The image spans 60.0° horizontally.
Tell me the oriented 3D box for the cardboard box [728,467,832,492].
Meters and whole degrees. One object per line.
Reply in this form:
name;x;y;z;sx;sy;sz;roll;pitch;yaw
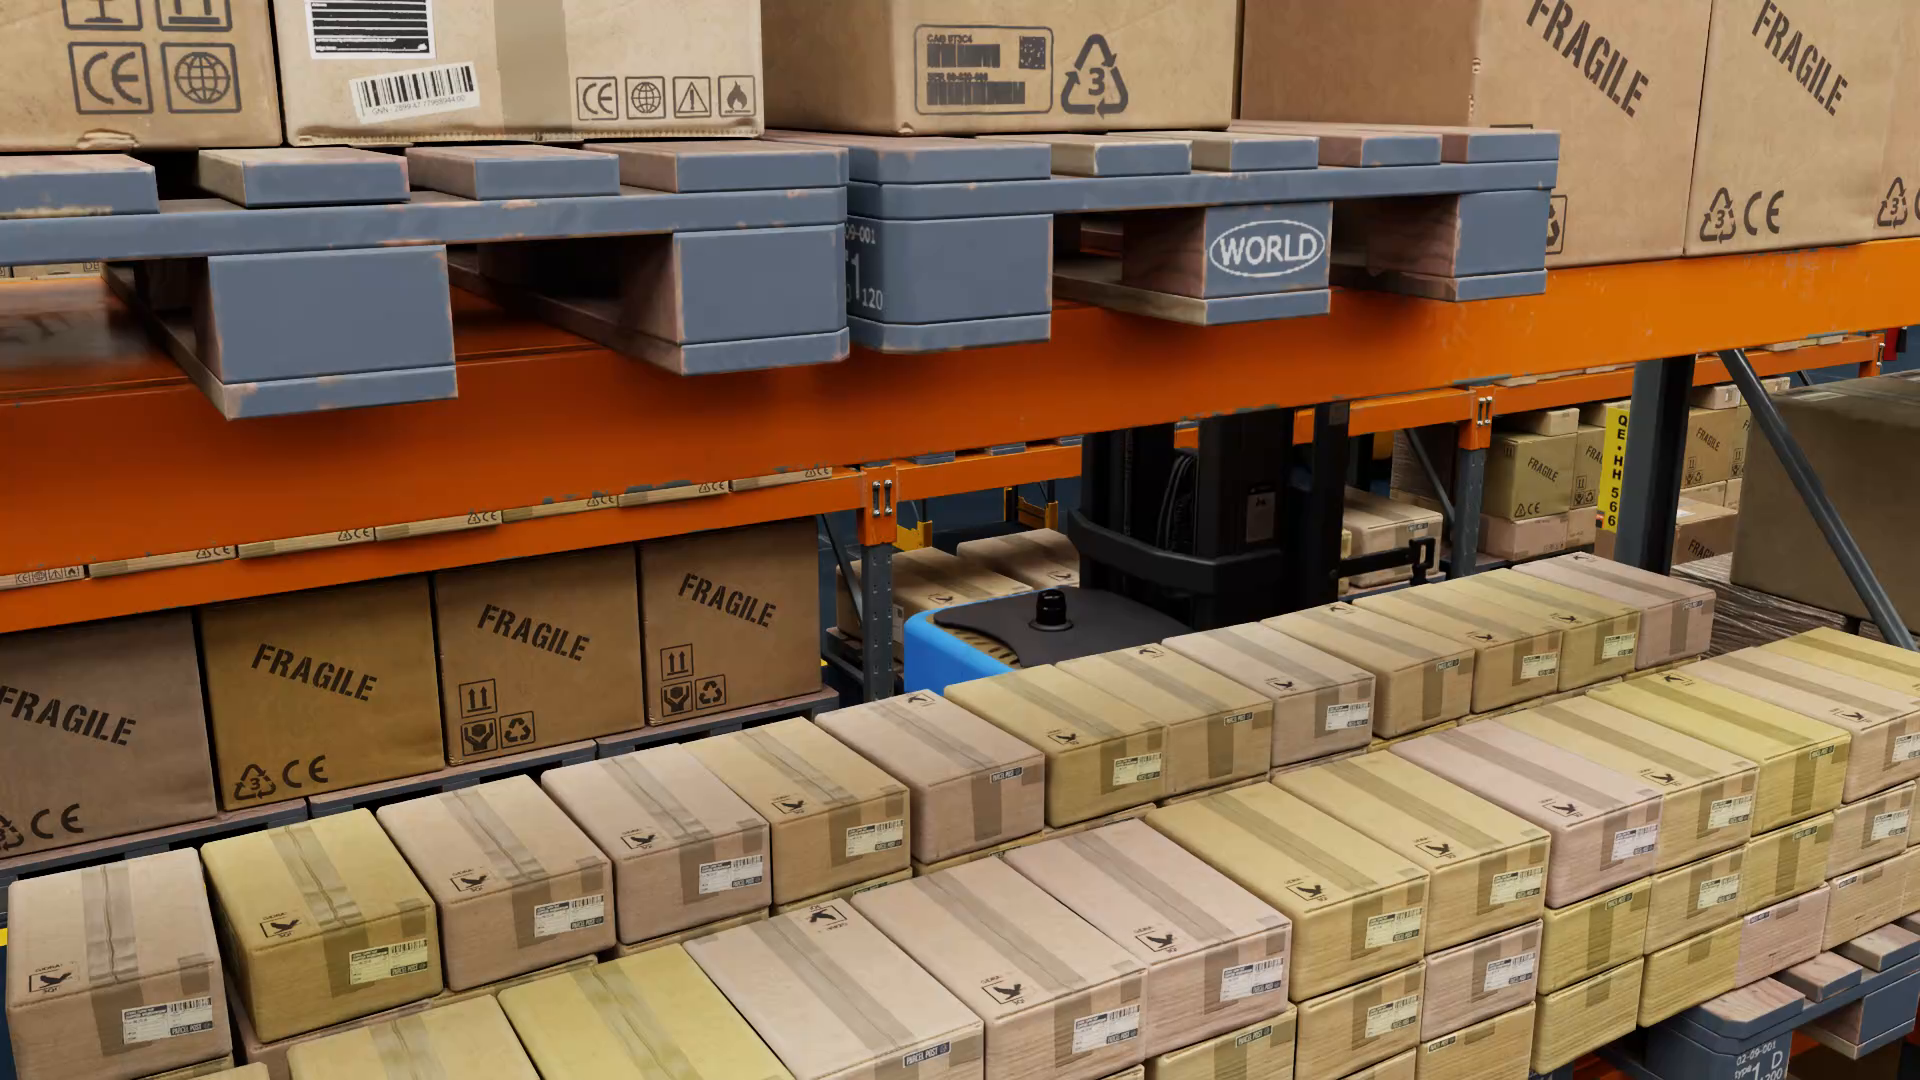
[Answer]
cardboard box;-0.927;-0.422;7.637;0.500;0.250;0.500;-10;18;-32

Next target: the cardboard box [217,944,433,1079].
cardboard box;-0.955;0.700;2.492;0.250;0.149;0.380;-9;18;-29

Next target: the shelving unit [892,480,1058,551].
shelving unit;0.065;-0.733;11.245;1.083;1.500;0.587;-9;18;-30

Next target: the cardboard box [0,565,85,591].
cardboard box;-3.543;0.003;6.119;0.500;0.250;0.500;-10;18;-31

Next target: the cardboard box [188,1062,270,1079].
cardboard box;-0.846;0.746;1.775;0.250;0.149;0.380;-8;18;-27

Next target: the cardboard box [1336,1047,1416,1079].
cardboard box;0.489;0.816;2.630;0.250;0.149;0.380;-10;19;-32

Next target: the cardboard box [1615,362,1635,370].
cardboard box;4.081;-1.191;10.568;0.250;0.149;0.380;-9;18;-30

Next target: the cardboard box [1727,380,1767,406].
cardboard box;5.181;-1.016;11.202;0.250;0.149;0.380;-9;18;-29

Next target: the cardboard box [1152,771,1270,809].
cardboard box;0.388;0.482;3.270;0.250;0.149;0.380;-9;18;-30

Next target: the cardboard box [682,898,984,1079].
cardboard box;-0.173;0.637;2.165;0.250;0.149;0.380;-9;18;-30

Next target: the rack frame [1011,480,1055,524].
rack frame;0.509;-0.805;11.502;0.032;1.500;0.500;-9;18;-30

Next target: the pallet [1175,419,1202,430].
pallet;1.048;-0.817;9.123;1.213;0.211;1.003;-9;18;-30

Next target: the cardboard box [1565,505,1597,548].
cardboard box;3.898;-0.156;10.723;0.500;0.250;0.500;-8;18;-27

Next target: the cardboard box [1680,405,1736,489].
cardboard box;4.796;-0.663;11.143;0.500;0.500;0.500;-10;18;-31

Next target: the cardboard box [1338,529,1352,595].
cardboard box;1.739;0.056;9.742;0.625;0.372;0.950;-8;18;-26

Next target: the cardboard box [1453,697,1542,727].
cardboard box;1.032;0.379;3.638;0.250;0.149;0.380;-10;18;-31

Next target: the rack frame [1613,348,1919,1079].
rack frame;2.009;0.506;4.046;0.127;3.000;1.000;-9;18;-30

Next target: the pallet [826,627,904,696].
pallet;0.043;0.609;8.844;1.213;0.211;1.003;-9;18;-30

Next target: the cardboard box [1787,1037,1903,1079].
cardboard box;2.577;1.324;4.521;0.750;0.750;1.050;-9;18;-30

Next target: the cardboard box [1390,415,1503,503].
cardboard box;3.170;-0.565;10.793;0.500;0.500;0.500;-9;18;-30

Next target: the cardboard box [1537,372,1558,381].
cardboard box;3.427;-1.077;10.159;0.250;0.149;0.380;-9;18;-28

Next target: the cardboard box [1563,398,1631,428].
cardboard box;4.024;-0.827;10.529;0.250;0.149;0.380;-8;18;-28

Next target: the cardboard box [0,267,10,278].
cardboard box;-6.086;-1.483;10.178;0.500;0.500;0.700;-9;18;-28

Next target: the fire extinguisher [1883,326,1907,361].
fire extinguisher;6.566;-1.609;11.736;0.183;0.674;0.296;-9;18;-30

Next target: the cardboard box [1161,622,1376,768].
cardboard box;0.613;0.304;3.354;0.250;0.149;0.380;-8;18;-27

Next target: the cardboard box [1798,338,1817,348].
cardboard box;5.629;-1.423;11.394;0.250;0.149;0.380;-10;18;-31

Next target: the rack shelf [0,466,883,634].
rack shelf;-2.342;0.000;7.187;4.000;0.370;1.077;-9;18;-30

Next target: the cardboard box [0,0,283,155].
cardboard box;-1.039;-0.660;1.685;0.500;0.500;0.700;-9;18;-30

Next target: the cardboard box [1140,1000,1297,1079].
cardboard box;0.277;0.706;2.470;0.250;0.149;0.380;-10;18;-31

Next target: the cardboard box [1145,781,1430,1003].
cardboard box;0.492;0.528;2.554;0.250;0.149;0.380;-9;18;-28

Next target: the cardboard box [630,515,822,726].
cardboard box;-1.262;0.273;8.038;0.875;0.875;0.875;-9;18;-30

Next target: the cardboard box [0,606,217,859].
cardboard box;-3.566;0.647;6.702;0.875;0.875;0.875;-9;18;-28

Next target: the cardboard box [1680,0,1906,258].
cardboard box;1.228;-0.775;2.876;0.500;0.500;0.500;-9;18;-30

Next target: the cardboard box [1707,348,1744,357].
cardboard box;4.960;-1.321;11.029;0.250;0.149;0.380;-9;18;-30

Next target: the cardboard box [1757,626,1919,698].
cardboard box;1.825;0.313;3.322;0.250;0.149;0.380;-10;19;-32

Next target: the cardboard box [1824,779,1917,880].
cardboard box;1.592;0.493;3.229;0.250;0.149;0.380;-8;18;-28

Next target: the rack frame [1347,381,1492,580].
rack frame;2.801;-1.181;10.065;0.127;3.000;1.000;-9;18;-30

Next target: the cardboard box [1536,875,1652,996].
cardboard box;0.938;0.599;2.851;0.250;0.149;0.380;-9;18;-30

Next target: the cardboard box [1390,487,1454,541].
cardboard box;3.170;-0.204;10.895;0.500;0.250;0.500;-8;18;-27

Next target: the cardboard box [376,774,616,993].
cardboard box;-0.724;0.521;2.580;0.250;0.149;0.380;-10;18;-31

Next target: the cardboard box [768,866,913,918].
cardboard box;-0.286;0.591;2.879;0.250;0.149;0.380;-10;19;-33

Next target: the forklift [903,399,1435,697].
forklift;1.296;-0.186;6.642;3.031;2.935;1.130;-9;18;-30

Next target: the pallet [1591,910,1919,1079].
pallet;1.453;0.722;3.631;1.003;0.211;1.213;-9;18;-30

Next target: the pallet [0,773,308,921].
pallet;-3.433;1.149;6.919;1.213;0.211;1.003;-9;18;-30

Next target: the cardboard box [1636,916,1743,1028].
cardboard box;1.173;0.704;3.029;0.250;0.149;0.380;-9;18;-30

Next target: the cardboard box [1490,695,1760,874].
cardboard box;1.157;0.422;2.934;0.250;0.149;0.380;-9;18;-28

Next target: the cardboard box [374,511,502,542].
cardboard box;-2.219;-0.204;6.858;0.500;0.250;0.500;-10;18;-31

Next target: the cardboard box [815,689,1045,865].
cardboard box;-0.059;0.413;2.965;0.250;0.149;0.380;-10;19;-32

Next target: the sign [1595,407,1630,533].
sign;1.720;-0.179;4.346;0.005;0.325;0.100;-9;18;-30

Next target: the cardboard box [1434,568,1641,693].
cardboard box;1.284;0.196;3.738;0.250;0.149;0.380;-10;18;-31

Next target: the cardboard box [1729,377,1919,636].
cardboard box;2.399;-0.083;4.112;0.500;0.500;0.700;-9;18;-30

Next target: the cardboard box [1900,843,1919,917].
cardboard box;1.822;0.600;3.399;0.250;0.149;0.380;-9;18;-29
